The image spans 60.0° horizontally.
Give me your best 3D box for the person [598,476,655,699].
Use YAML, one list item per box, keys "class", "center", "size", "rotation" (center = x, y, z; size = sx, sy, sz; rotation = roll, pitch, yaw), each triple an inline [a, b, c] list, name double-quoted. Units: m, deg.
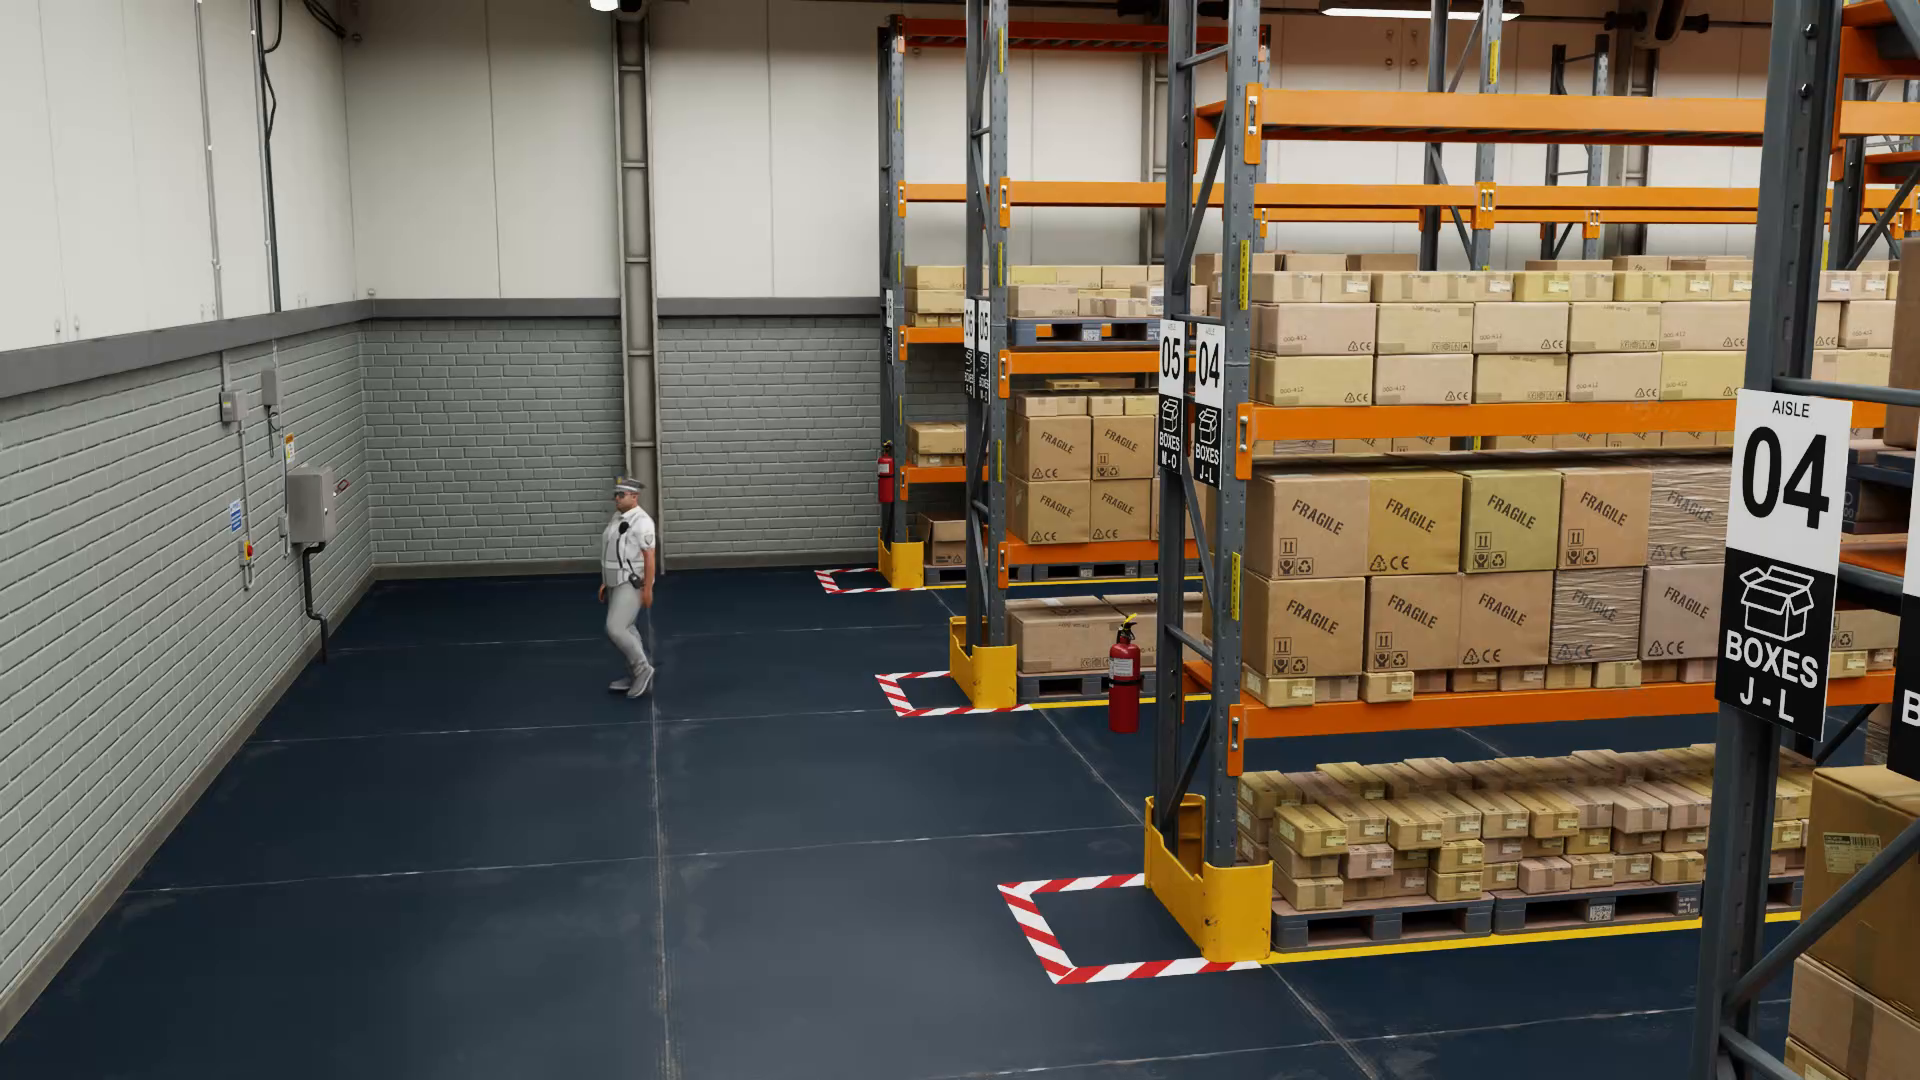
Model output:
- class: "person"
  center: [-2.744, 0.377, 13.530]
  size: [0.462, 1.809, 0.533]
  rotation: [-7, 12, -35]
